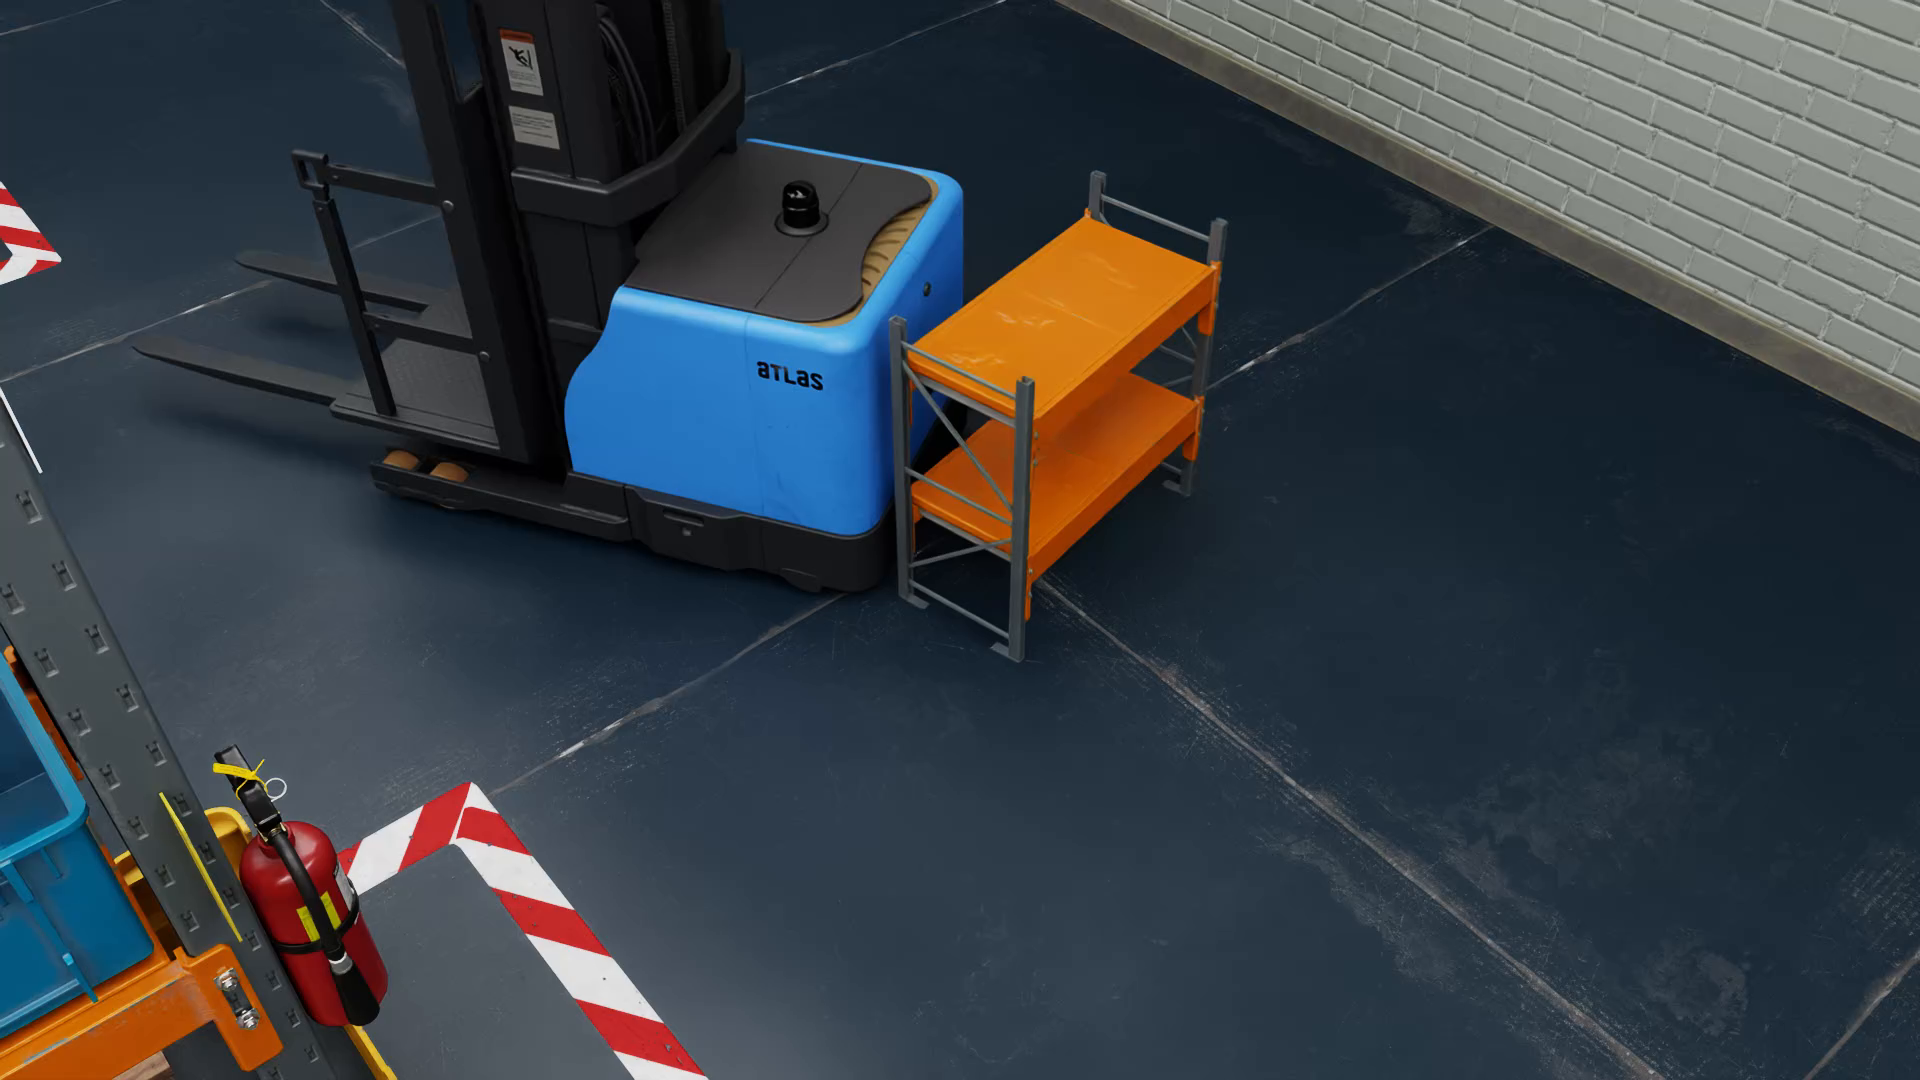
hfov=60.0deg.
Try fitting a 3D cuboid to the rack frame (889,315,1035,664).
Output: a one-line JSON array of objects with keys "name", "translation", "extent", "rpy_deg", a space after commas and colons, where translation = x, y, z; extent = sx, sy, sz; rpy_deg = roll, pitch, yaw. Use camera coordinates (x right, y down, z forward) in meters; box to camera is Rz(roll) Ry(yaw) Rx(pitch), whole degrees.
[{"name": "rack frame", "translation": [0.001, -0.127, 5.063], "extent": [0.500, 1.125, 0.032], "rpy_deg": [28, 50, 27]}]

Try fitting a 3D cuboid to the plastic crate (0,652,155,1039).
[{"name": "plastic crate", "translation": [-1.797, 0.551, 2.903], "extent": [0.499, 0.435, 0.616], "rpy_deg": [-30, 51, -28]}]

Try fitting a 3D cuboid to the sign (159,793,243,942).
[{"name": "sign", "translation": [-1.295, 0.563, 2.841], "extent": [0.005, 0.325, 0.100], "rpy_deg": [-30, 51, -28]}]

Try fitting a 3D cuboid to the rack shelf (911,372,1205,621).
[{"name": "rack shelf", "translation": [0.314, -0.223, 5.523], "extent": [0.538, 0.278, 1.000], "rpy_deg": [28, 50, 27]}]

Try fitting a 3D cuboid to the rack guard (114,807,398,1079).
[{"name": "rack guard", "translation": [-1.650, 1.234, 4.071], "extent": [0.348, 0.500, 1.175], "rpy_deg": [-30, 51, -28]}]

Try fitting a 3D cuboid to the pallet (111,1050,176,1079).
[{"name": "pallet", "translation": [-2.318, 1.699, 3.787], "extent": [1.213, 0.211, 1.003], "rpy_deg": [-30, 51, -28]}]

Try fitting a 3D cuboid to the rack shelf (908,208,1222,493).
[{"name": "rack shelf", "translation": [0.314, -0.614, 5.155], "extent": [0.538, 0.278, 1.000], "rpy_deg": [28, 50, 27]}]

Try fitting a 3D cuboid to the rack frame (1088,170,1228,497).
[{"name": "rack frame", "translation": [0.626, -0.675, 5.647], "extent": [0.500, 1.125, 0.032], "rpy_deg": [28, 50, 27]}]

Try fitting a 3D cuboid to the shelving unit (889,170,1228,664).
[{"name": "shelving unit", "translation": [0.314, -0.401, 5.355], "extent": [0.538, 1.125, 1.048], "rpy_deg": [28, 50, 27]}]

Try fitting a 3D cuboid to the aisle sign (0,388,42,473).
[{"name": "aisle sign", "translation": [-1.417, -0.485, 2.176], "extent": [0.004, 0.787, 0.394], "rpy_deg": [-30, 51, -28]}]

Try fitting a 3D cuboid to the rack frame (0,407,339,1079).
[{"name": "rack frame", "translation": [-1.660, 0.340, 3.197], "extent": [0.127, 3.000, 1.000], "rpy_deg": [-30, 51, -28]}]

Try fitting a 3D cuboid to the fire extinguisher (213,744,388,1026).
[{"name": "fire extinguisher", "translation": [-1.253, 0.677, 3.167], "extent": [0.183, 0.674, 0.296], "rpy_deg": [-30, 51, -28]}]

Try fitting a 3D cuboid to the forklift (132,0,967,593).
[{"name": "forklift", "translation": [-1.548, -1.503, 5.210], "extent": [3.031, 2.935, 1.130], "rpy_deg": [13, 45, 14]}]

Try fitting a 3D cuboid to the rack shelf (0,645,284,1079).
[{"name": "rack shelf", "translation": [-3.194, 1.481, 2.507], "extent": [4.000, 0.370, 1.077], "rpy_deg": [-30, 51, -28]}]
